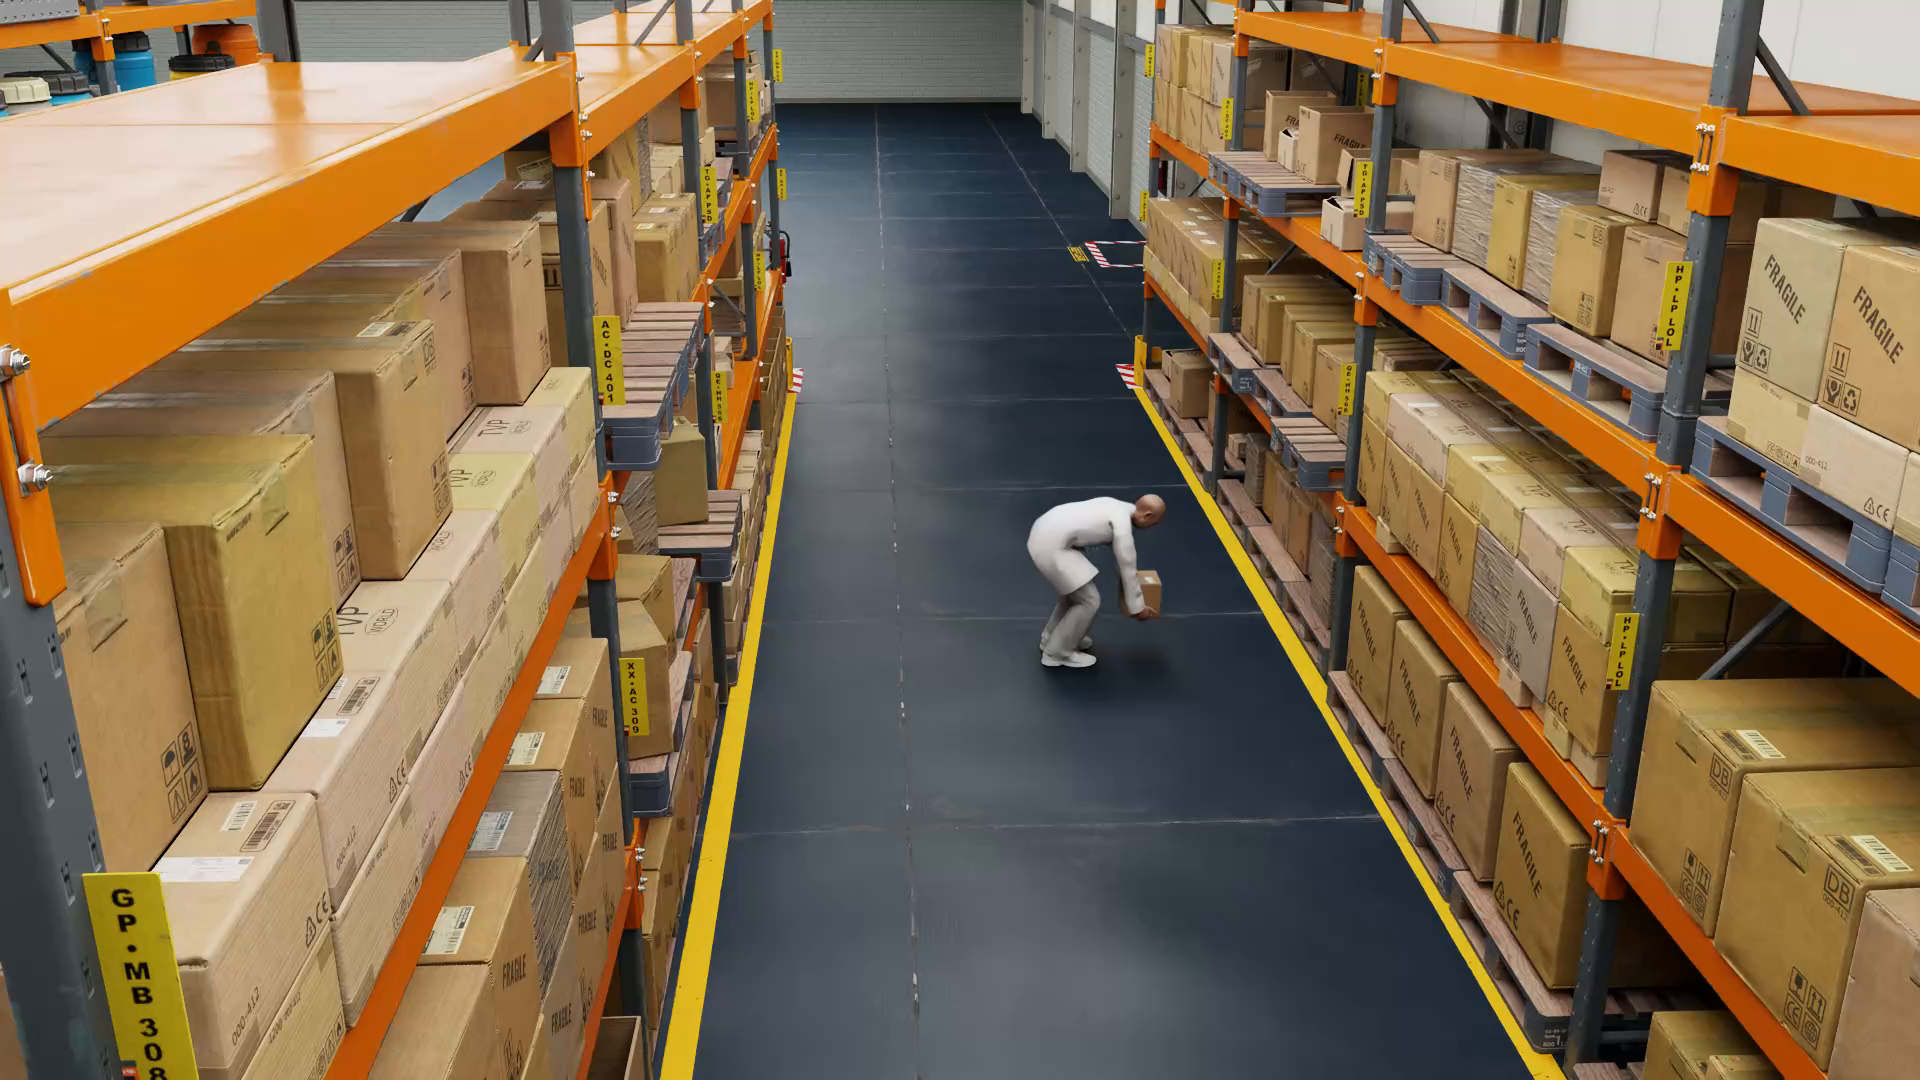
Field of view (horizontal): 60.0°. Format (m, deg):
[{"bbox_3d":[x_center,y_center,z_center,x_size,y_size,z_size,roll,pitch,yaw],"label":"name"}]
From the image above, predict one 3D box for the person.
[{"bbox_3d":[0.921,0.258,11.291,0.935,1.160,0.583,-2,20,-6],"label":"person"}]
